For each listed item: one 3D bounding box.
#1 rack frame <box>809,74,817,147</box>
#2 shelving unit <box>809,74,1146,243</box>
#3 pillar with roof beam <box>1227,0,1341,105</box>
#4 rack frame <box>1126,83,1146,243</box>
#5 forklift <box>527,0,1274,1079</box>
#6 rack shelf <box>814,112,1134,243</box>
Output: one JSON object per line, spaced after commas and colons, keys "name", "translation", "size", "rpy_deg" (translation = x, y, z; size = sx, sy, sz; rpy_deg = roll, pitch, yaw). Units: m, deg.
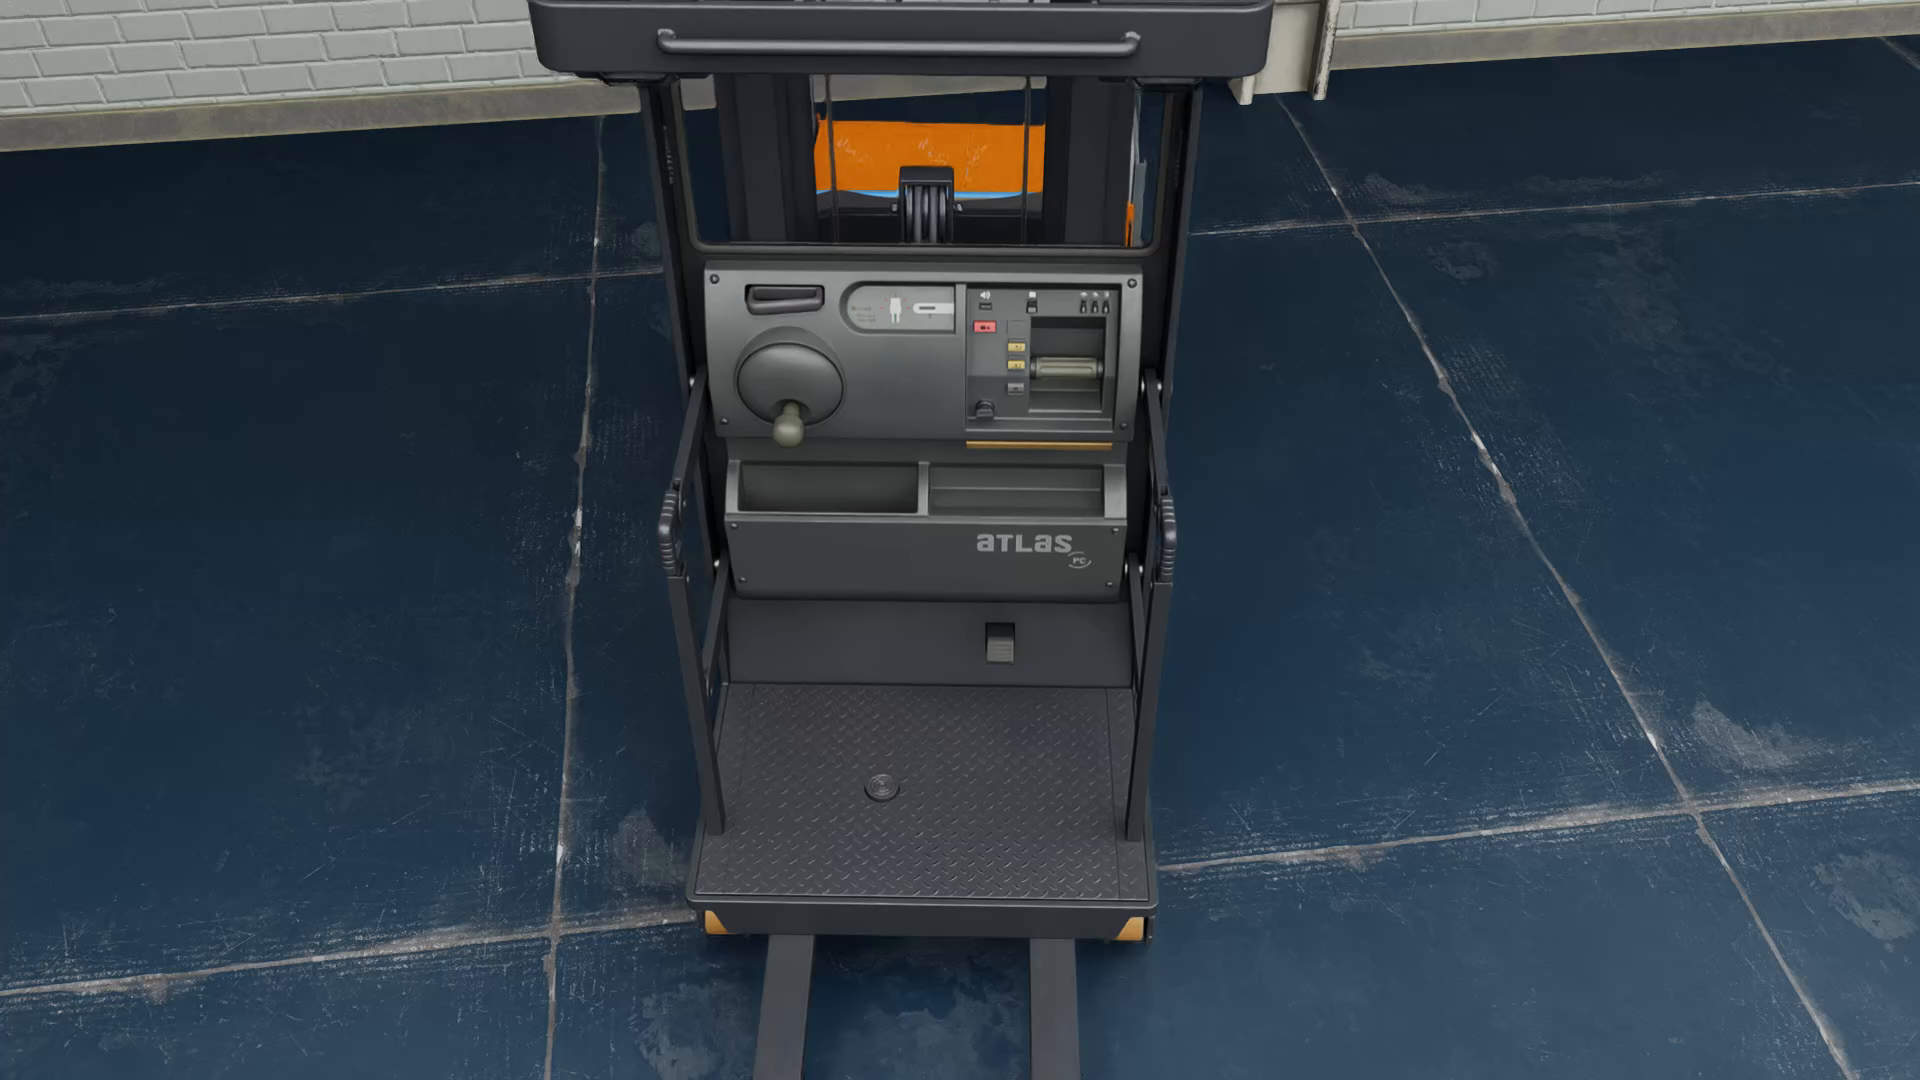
{"name": "rack frame", "translation": [-0.485, -0.866, 5.370], "size": [0.032, 1.125, 0.500], "rpy_deg": [2, 42, 2]}
{"name": "shelving unit", "translation": [0.022, -0.848, 5.350], "size": [1.048, 1.125, 0.538], "rpy_deg": [2, 42, 2]}
{"name": "pillar with roof beam", "translation": [1.977, -2.538, 1.345], "size": [0.400, 9.000, 9.100], "rpy_deg": [-5, 42, -6]}
{"name": "rack frame", "translation": [0.530, -0.830, 5.330], "size": [0.032, 1.125, 0.500], "rpy_deg": [2, 42, 2]}
{"name": "forklift", "translation": [-0.080, -0.310, 3.405], "size": [1.130, 2.935, 3.031], "rpy_deg": [1, 42, 1]}
{"name": "rack shelf", "translation": [0.022, -1.065, 5.154], "size": [1.000, 0.278, 0.538], "rpy_deg": [2, 42, 2]}
